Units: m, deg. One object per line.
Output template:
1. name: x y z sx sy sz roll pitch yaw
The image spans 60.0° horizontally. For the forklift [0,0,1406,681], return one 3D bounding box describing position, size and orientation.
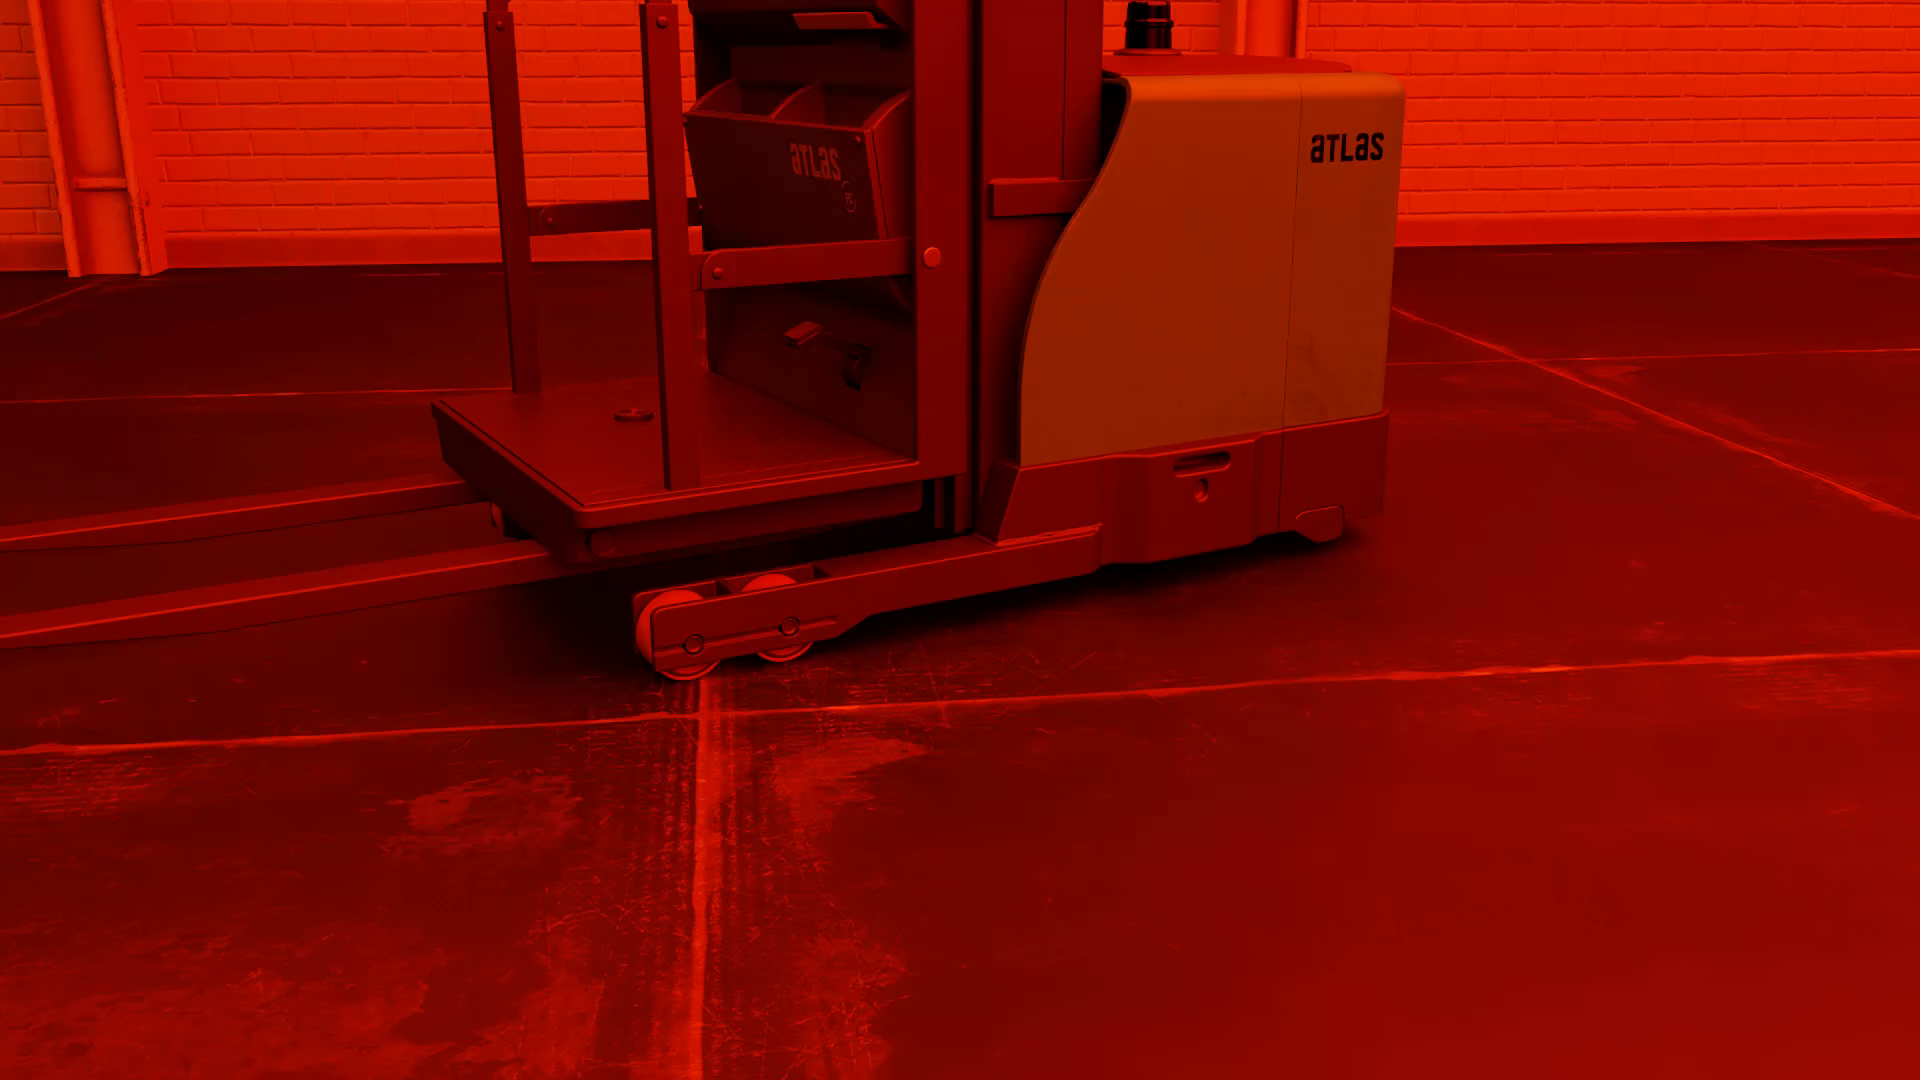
1. forklift: -0.526 -1.315 3.251 3.031 2.935 1.130 -10 19 -29
